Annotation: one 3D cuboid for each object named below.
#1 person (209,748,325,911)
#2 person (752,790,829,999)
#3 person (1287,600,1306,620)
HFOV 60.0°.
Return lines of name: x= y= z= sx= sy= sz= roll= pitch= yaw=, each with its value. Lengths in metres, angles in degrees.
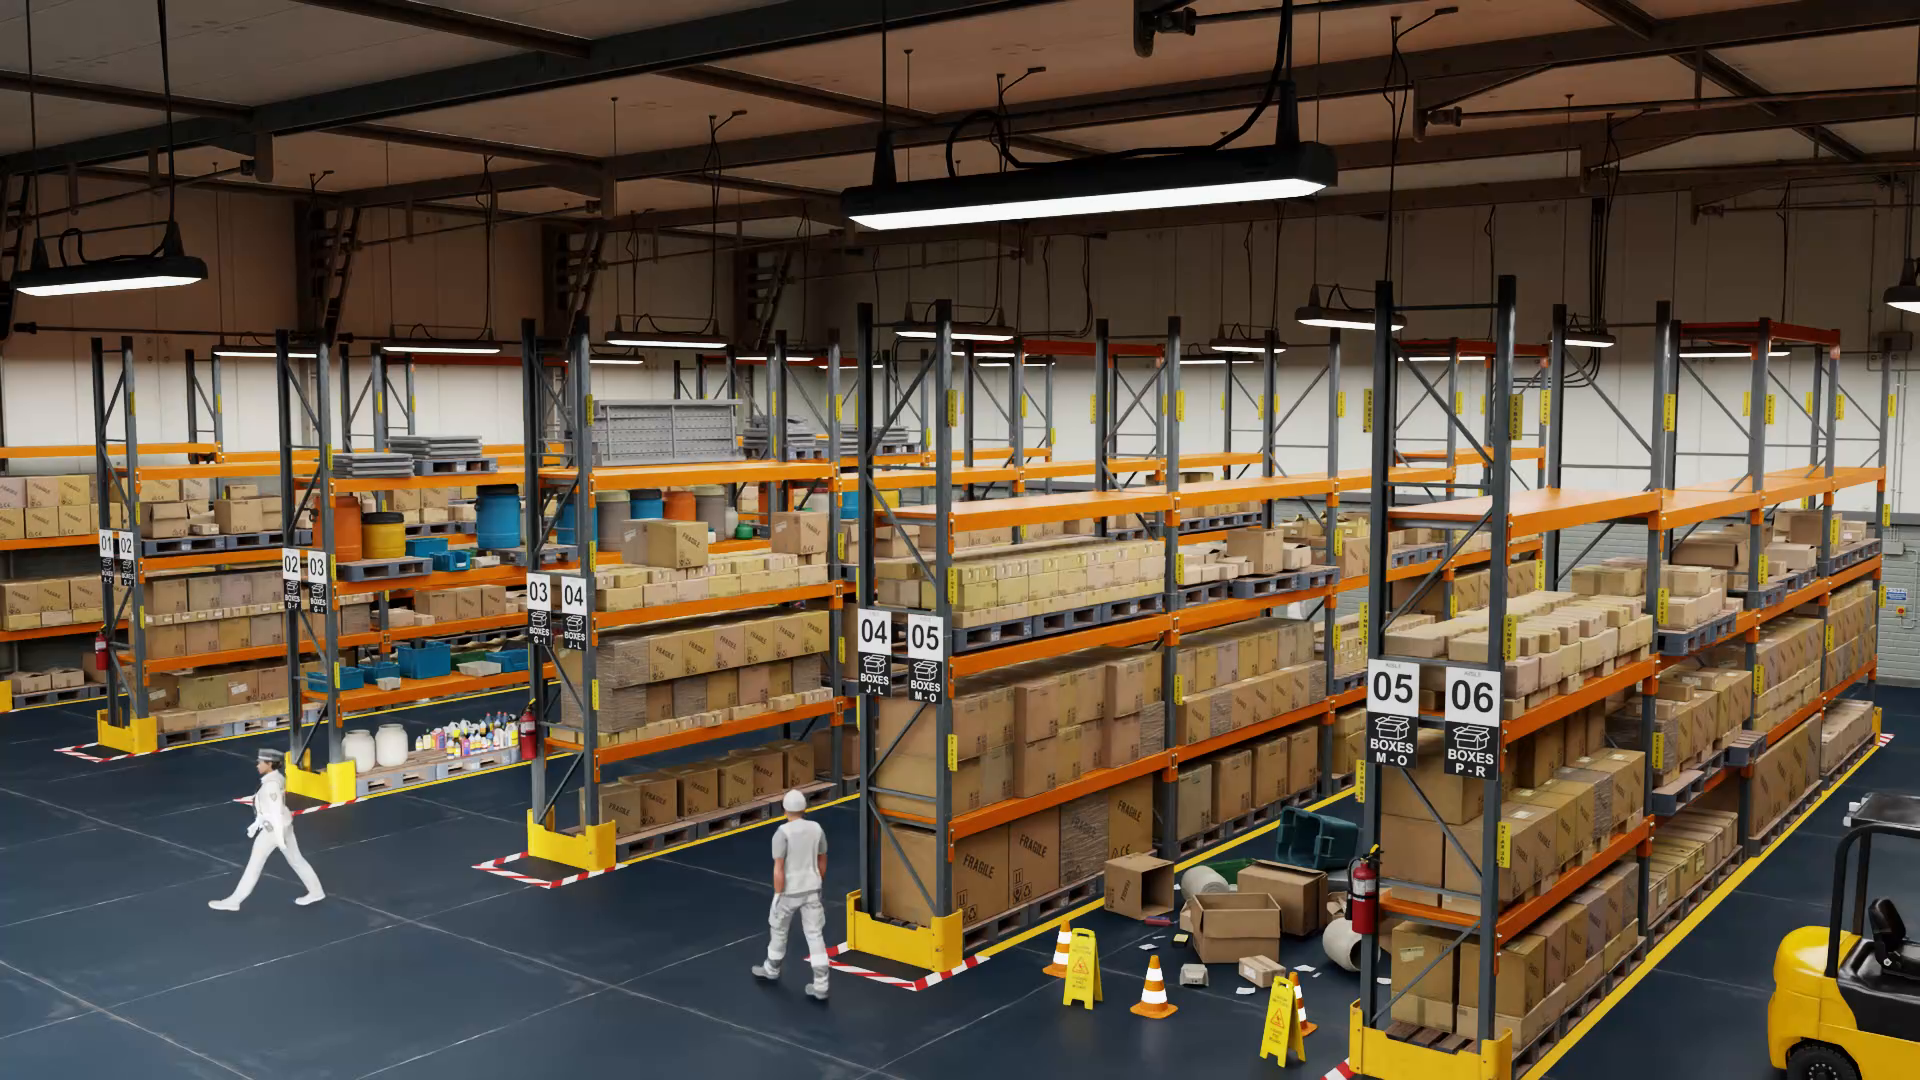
person: x=-6.951 y=2.885 z=16.672 sx=1.037 sy=1.618 sz=0.514 roll=-1 pitch=5 yaw=-7
person: x=-1.444 y=3.017 z=14.429 sx=0.606 sy=1.724 sz=0.987 roll=-3 pitch=6 yaw=-34
person: x=6.543 y=1.497 z=32.117 sx=0.961 sy=1.740 sz=0.513 roll=1 pitch=5 yaw=12
